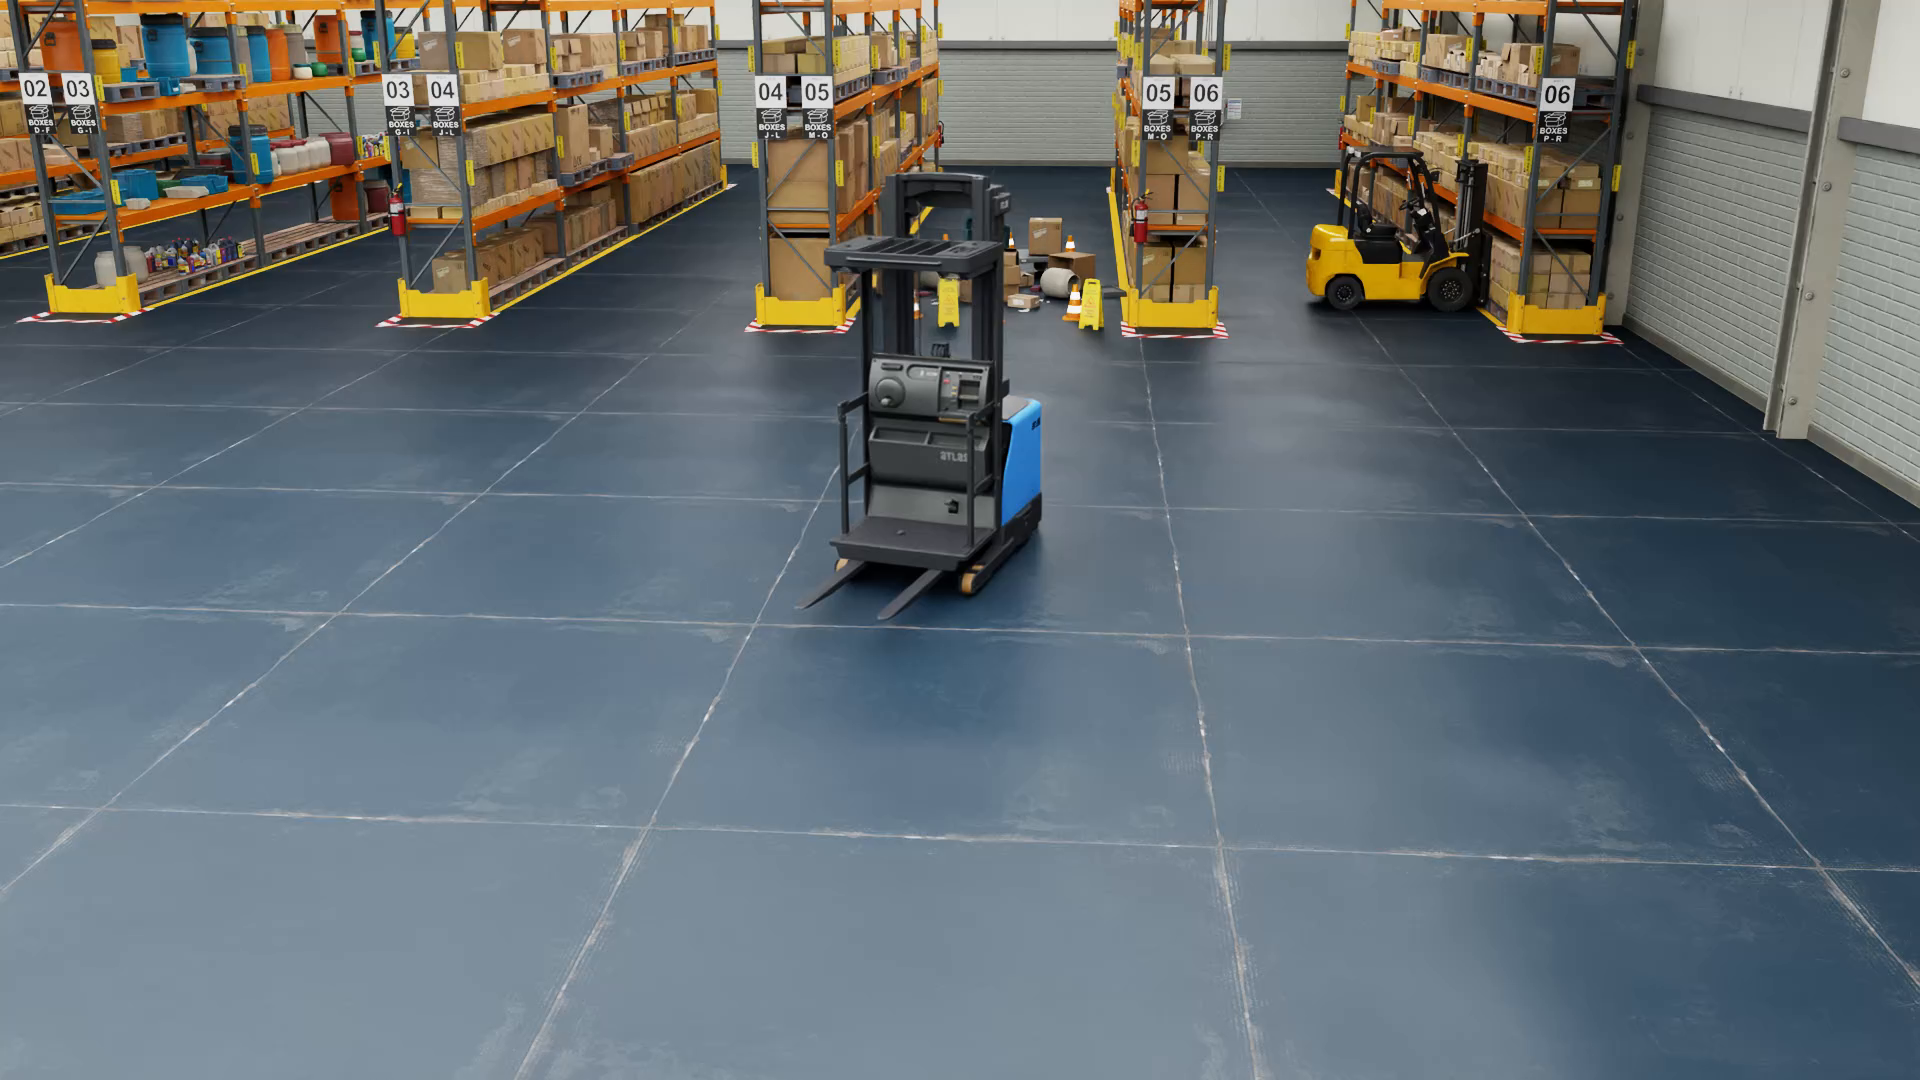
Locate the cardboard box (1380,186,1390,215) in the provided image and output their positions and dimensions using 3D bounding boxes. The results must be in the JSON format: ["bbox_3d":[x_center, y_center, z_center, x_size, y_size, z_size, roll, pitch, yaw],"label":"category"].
[{"bbox_3d":[8.302,-6.433,31.579,0.500,0.500,0.500,1,18,2],"label":"cardboard box"}]

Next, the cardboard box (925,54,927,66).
[{"bbox_3d":[-0.943,-9.724,33.705,0.500,0.250,0.500,1,18,3],"label":"cardboard box"}]

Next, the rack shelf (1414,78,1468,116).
[{"bbox_3d":[8.199,-7.107,26.634,1.077,0.370,4.000,1,18,4],"label":"rack shelf"}]

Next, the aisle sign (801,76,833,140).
[{"bbox_3d":[-1.832,-5.556,21.386,0.394,0.787,0.004,1,18,4],"label":"aisle sign"}]

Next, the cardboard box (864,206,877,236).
[{"bbox_3d":[-1.885,-4.917,26.549,1.050,0.750,0.750,1,18,4],"label":"cardboard box"}]

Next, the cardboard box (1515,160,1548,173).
[{"bbox_3d":[7.563,-4.932,21.979,0.380,0.149,0.250,2,18,5],"label":"cardboard box"}]

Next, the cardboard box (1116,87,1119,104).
[{"bbox_3d":[3.617,-9.458,35.705,0.500,0.500,0.500,1,18,2],"label":"cardboard box"}]

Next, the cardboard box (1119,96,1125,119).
[{"bbox_3d":[3.360,-8.389,32.442,0.500,0.500,0.500,1,18,5],"label":"cardboard box"}]

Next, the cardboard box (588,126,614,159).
[{"bbox_3d":[-6.432,-6.879,28.763,0.700,0.500,0.500,4,19,12],"label":"cardboard box"}]

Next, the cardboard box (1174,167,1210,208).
[{"bbox_3d":[3.163,-4.761,22.496,0.500,0.500,0.500,2,18,6],"label":"cardboard box"}]

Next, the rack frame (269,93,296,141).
[{"bbox_3d":[-15.800,-9.683,38.156,1.000,3.000,0.127,1,18,4],"label":"rack frame"}]

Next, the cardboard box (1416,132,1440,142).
[{"bbox_3d":[8.026,-6.908,28.486,0.380,0.149,0.250,2,18,6],"label":"cardboard box"}]

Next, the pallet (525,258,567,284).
[{"bbox_3d":[-6.793,-4.199,25.899,1.003,0.211,1.213,1,18,4],"label":"pallet"}]

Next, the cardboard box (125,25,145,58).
[{"bbox_3d":[-16.221,-9.798,32.693,0.600,0.600,0.600,1,18,3],"label":"cardboard box"}]

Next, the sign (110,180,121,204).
[{"bbox_3d":[-11.458,-4.720,22.565,0.100,0.325,0.005,1,18,4],"label":"sign"}]

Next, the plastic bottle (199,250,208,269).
[{"bbox_3d":[-11.520,-4.271,25.315,0.097,0.271,0.097,0,18,0],"label":"plastic bottle"}]

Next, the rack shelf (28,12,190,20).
[{"bbox_3d":[-16.230,-10.138,31.709,1.077,0.370,4.000,1,18,4],"label":"rack shelf"}]

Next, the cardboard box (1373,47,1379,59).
[{"bbox_3d":[8.414,-9.538,32.661,0.500,0.250,0.500,1,18,4],"label":"cardboard box"}]

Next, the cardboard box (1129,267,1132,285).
[{"bbox_3d":[2.685,-3.743,23.771,0.500,0.250,0.500,1,18,2],"label":"cardboard box"}]

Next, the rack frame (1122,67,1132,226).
[{"bbox_3d":[3.392,-6.755,29.220,1.000,3.000,0.127,1,18,4],"label":"rack frame"}]

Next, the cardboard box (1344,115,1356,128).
[{"bbox_3d":[8.615,-9.065,36.033,0.500,0.250,0.500,1,18,4],"label":"cardboard box"}]

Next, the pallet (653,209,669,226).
[{"bbox_3d":[-6.271,-6.272,32.224,1.003,0.211,1.213,1,18,4],"label":"pallet"}]

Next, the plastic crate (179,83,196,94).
[{"bbox_3d":[-11.432,-6.637,24.466,0.243,0.136,0.396,1,18,4],"label":"plastic crate"}]

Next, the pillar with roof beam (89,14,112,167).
[{"bbox_3d":[-17.116,-13.405,39.880,9.100,9.000,0.400,1,18,4],"label":"pillar with roof beam"}]

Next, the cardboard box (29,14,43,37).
[{"bbox_3d":[-20.568,-11.361,36.662,0.500,0.500,0.500,2,18,6],"label":"cardboard box"}]

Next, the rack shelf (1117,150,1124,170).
[{"bbox_3d":[3.535,-7.034,31.227,1.077,0.370,4.000,1,18,4],"label":"rack shelf"}]

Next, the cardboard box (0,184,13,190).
[{"bbox_3d":[-20.872,-7.791,35.724,0.700,0.500,0.500,2,18,5],"label":"cardboard box"}]

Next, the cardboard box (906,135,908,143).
[{"bbox_3d":[-1.187,-7.624,31.601,0.380,0.149,0.250,2,18,6],"label":"cardboard box"}]

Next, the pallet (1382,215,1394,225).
[{"bbox_3d":[8.524,-5.929,31.178,1.003,0.211,1.213,1,18,4],"label":"pallet"}]

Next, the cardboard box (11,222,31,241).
[{"bbox_3d":[-16.312,-5.288,28.486,0.500,0.250,0.500,1,18,2],"label":"cardboard box"}]

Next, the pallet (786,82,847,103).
[{"bbox_3d":[-2.084,-5.963,22.129,1.003,0.211,1.213,1,18,4],"label":"pallet"}]

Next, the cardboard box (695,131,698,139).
[{"bbox_3d":[-5.761,-8.586,35.211,0.380,0.149,0.250,1,18,5],"label":"cardboard box"}]

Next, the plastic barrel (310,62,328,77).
[{"bbox_3d":[-11.400,-8.360,29.552,0.294,0.245,0.294,0,18,0],"label":"plastic barrel"}]

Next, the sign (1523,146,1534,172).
[{"bbox_3d":[7.229,-4.839,21.135,0.100,0.325,0.005,1,18,4],"label":"sign"}]

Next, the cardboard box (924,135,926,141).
[{"bbox_3d":[-0.900,-8.364,34.536,0.380,0.149,0.250,2,18,5],"label":"cardboard box"}]

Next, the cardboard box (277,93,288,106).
[{"bbox_3d":[-15.558,-10.061,37.544,0.500,0.500,0.500,1,18,3],"label":"cardboard box"}]

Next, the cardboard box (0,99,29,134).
[{"bbox_3d":[-20.873,-9.313,36.547,0.980,0.700,0.700,0,18,1],"label":"cardboard box"}]

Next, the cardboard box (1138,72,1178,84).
[{"bbox_3d":[2.637,-6.086,22.126,0.500,0.250,0.500,1,18,3],"label":"cardboard box"}]

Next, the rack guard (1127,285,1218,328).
[{"bbox_3d":[2.824,-3.106,22.098,1.175,0.500,0.348,1,18,4],"label":"rack guard"}]

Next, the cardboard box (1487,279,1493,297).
[{"bbox_3d":[7.578,-3.516,23.076,0.500,0.250,0.500,1,18,5],"label":"cardboard box"}]

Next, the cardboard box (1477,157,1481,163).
[{"bbox_3d":[7.671,-5.428,23.970,0.380,0.149,0.250,2,18,5],"label":"cardboard box"}]

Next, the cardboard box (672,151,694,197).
[{"bbox_3d":[-6.079,-7.611,34.572,0.875,0.875,0.875,1,18,4],"label":"cardboard box"}]

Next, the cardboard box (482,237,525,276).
[{"bbox_3d":[-6.848,-4.249,24.914,0.500,0.500,0.500,0,18,-1],"label":"cardboard box"}]

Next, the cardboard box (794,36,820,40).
[{"bbox_3d":[-2.240,-7.260,24.233,0.380,0.149,0.250,1,18,3],"label":"cardboard box"}]

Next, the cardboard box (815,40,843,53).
[{"bbox_3d":[-1.748,-6.535,22.020,0.380,0.149,0.250,1,18,3],"label":"cardboard box"}]

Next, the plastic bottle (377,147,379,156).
[{"bbox_3d":[-11.001,-7.340,31.324,0.097,0.201,0.097,0,18,0],"label":"plastic bottle"}]

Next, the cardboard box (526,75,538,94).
[{"bbox_3d":[-6.600,-6.778,24.715,0.500,0.250,0.500,2,18,5],"label":"cardboard box"}]

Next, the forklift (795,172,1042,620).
[{"bbox_3d":[-0.302,-1.130,12.164,1.130,2.935,3.031,6,19,19],"label":"forklift"}]

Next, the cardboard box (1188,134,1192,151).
[{"bbox_3d":[3.425,-6.040,25.726,0.500,0.500,0.500,2,18,5],"label":"cardboard box"}]

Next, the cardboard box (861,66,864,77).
[{"bbox_3d":[-1.600,-6.786,24.067,0.380,0.149,0.250,1,18,4],"label":"cardboard box"}]

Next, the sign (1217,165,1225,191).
[{"bbox_3d":[3.359,-4.669,21.465,0.100,0.325,0.005,1,18,4],"label":"sign"}]

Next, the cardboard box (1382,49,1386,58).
[{"bbox_3d":[8.134,-9.119,31.188,0.380,0.149,0.250,2,18,5],"label":"cardboard box"}]

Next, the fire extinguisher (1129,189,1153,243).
[{"bbox_3d":[2.350,-4.208,21.572,0.296,0.674,0.183,1,18,4],"label":"fire extinguisher"}]

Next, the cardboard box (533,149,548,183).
[{"bbox_3d":[-6.874,-5.784,25.619,0.875,0.500,0.500,1,18,4],"label":"cardboard box"}]

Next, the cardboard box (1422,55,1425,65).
[{"bbox_3d":[8.015,-8.105,28.063,0.380,0.166,0.250,1,18,4],"label":"cardboard box"}]
